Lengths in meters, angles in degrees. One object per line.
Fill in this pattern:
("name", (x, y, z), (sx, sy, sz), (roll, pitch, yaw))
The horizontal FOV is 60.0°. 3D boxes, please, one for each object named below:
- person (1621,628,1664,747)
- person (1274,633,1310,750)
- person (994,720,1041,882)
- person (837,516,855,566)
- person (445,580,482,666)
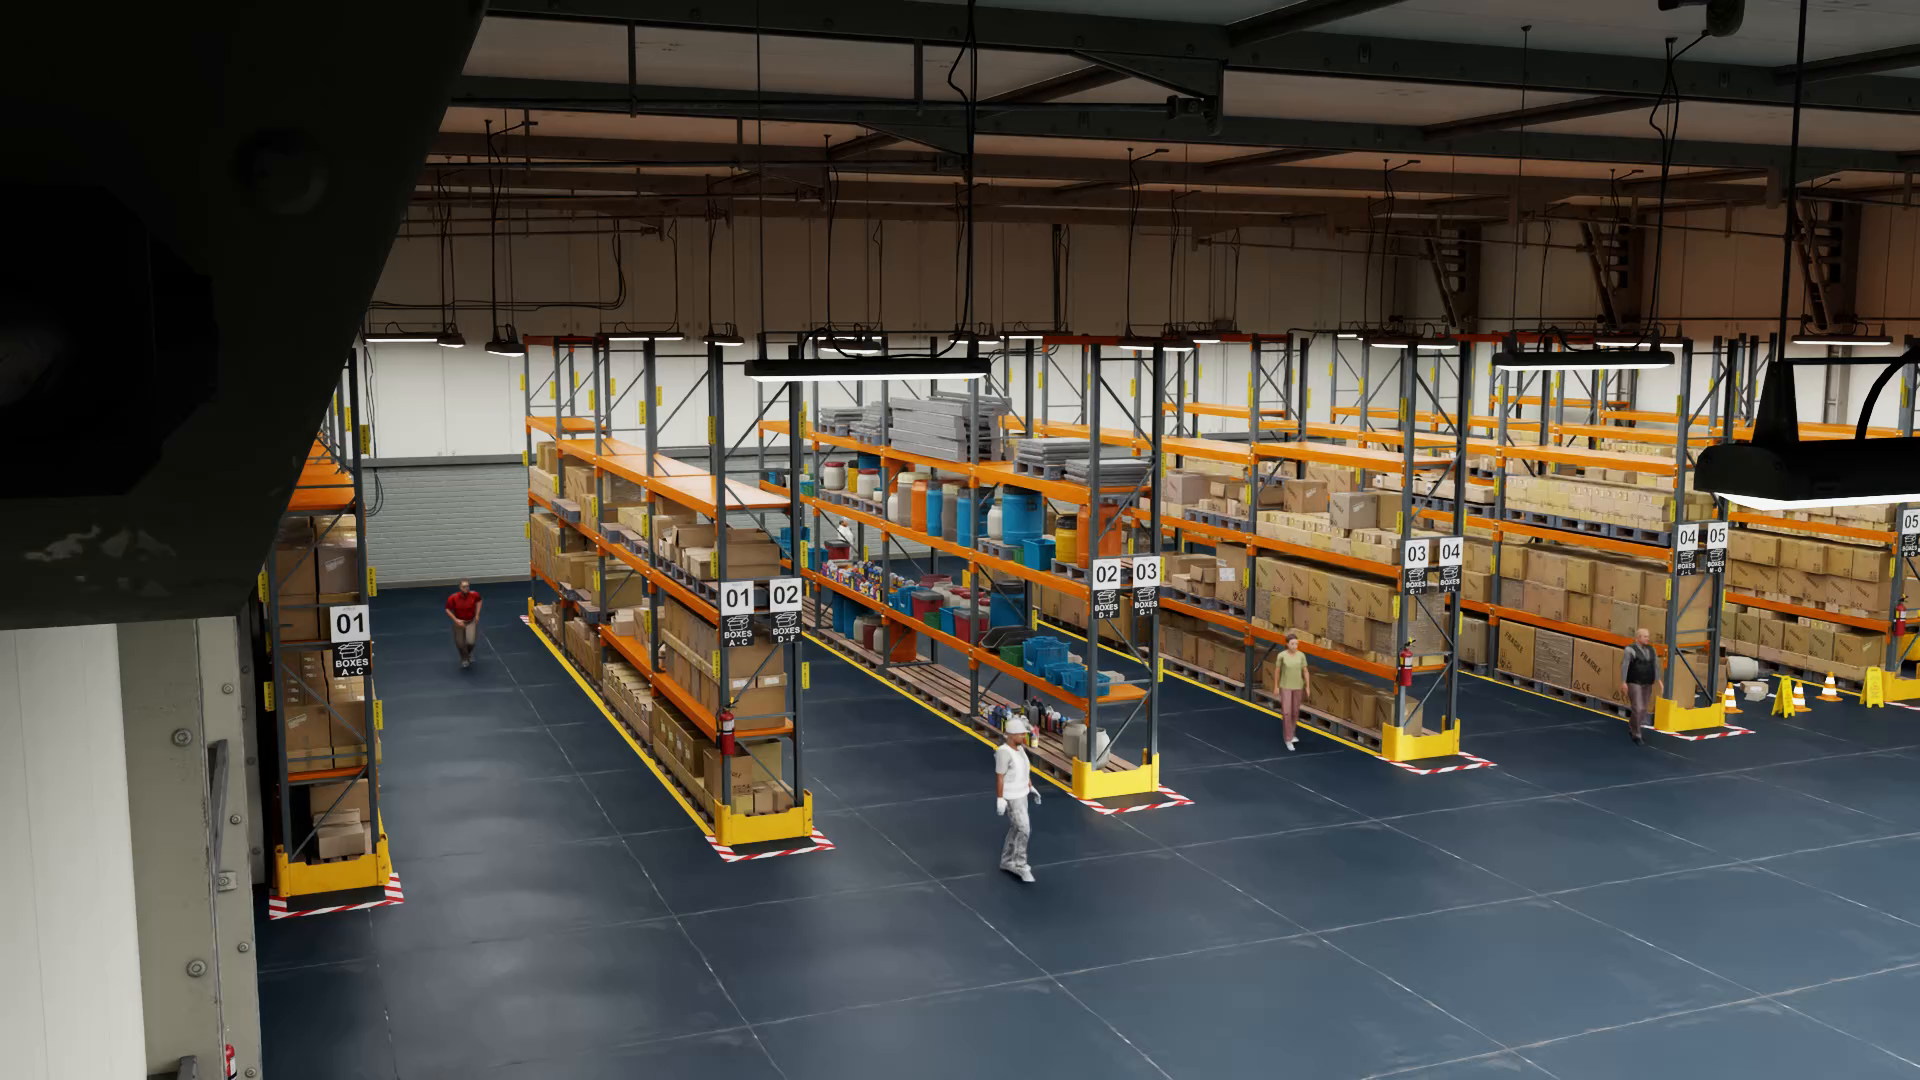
("person", (10.212, 2.194, 24.891), (0.578, 1.765, 0.579), (-2, 8, -16))
("person", (4.943, 2.235, 24.721), (0.504, 1.694, 0.618), (-1, 8, -5))
("person", (0.680, 2.969, 18.937), (0.517, 1.851, 0.583), (3, 8, 21))
("person", (-2.780, 0.245, 39.581), (0.587, 1.645, 0.487), (1, 8, 8))
("person", (-8.997, 1.517, 30.199), (0.639, 1.635, 0.736), (-2, 8, -14))
